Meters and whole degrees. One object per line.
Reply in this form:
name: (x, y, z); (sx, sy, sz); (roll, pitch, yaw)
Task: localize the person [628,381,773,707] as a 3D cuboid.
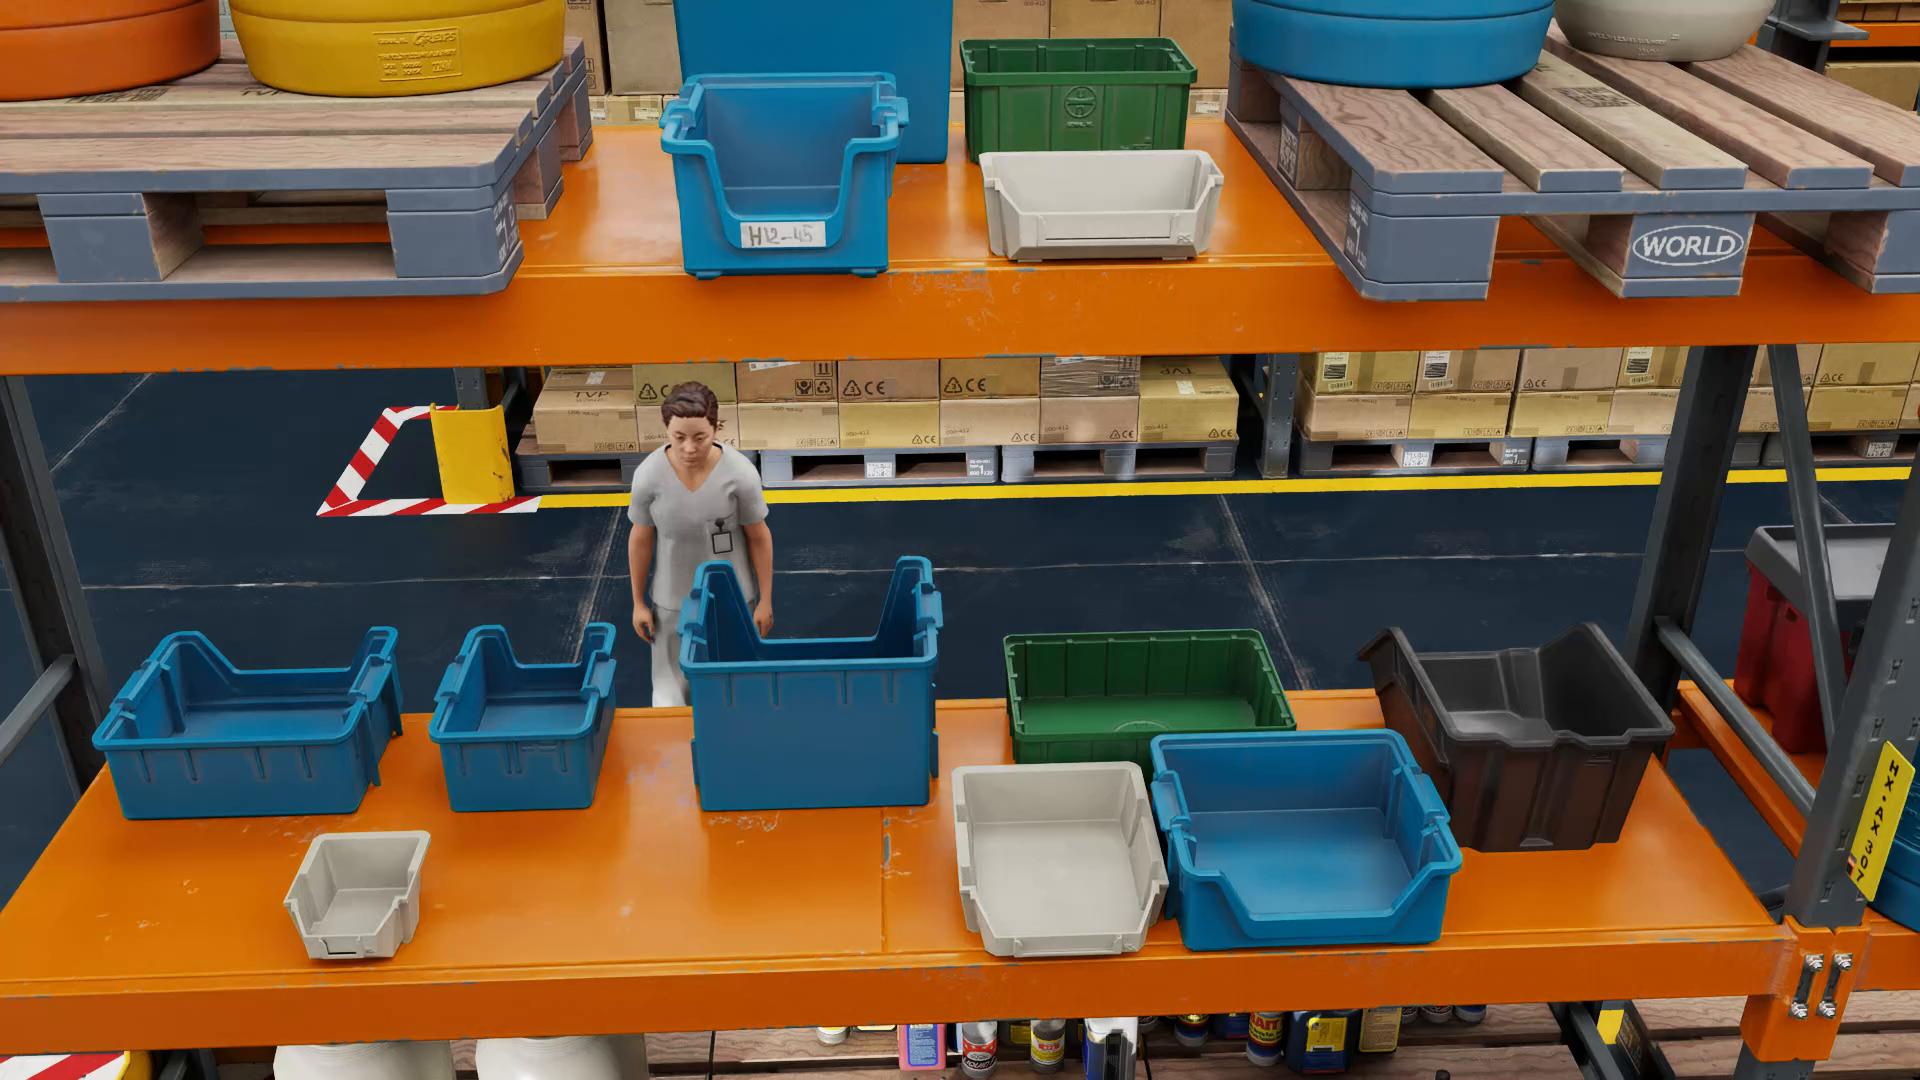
person: (-0.876, 0.331, 5.745); (0.486, 1.436, 0.359); (-1, 28, -2)
